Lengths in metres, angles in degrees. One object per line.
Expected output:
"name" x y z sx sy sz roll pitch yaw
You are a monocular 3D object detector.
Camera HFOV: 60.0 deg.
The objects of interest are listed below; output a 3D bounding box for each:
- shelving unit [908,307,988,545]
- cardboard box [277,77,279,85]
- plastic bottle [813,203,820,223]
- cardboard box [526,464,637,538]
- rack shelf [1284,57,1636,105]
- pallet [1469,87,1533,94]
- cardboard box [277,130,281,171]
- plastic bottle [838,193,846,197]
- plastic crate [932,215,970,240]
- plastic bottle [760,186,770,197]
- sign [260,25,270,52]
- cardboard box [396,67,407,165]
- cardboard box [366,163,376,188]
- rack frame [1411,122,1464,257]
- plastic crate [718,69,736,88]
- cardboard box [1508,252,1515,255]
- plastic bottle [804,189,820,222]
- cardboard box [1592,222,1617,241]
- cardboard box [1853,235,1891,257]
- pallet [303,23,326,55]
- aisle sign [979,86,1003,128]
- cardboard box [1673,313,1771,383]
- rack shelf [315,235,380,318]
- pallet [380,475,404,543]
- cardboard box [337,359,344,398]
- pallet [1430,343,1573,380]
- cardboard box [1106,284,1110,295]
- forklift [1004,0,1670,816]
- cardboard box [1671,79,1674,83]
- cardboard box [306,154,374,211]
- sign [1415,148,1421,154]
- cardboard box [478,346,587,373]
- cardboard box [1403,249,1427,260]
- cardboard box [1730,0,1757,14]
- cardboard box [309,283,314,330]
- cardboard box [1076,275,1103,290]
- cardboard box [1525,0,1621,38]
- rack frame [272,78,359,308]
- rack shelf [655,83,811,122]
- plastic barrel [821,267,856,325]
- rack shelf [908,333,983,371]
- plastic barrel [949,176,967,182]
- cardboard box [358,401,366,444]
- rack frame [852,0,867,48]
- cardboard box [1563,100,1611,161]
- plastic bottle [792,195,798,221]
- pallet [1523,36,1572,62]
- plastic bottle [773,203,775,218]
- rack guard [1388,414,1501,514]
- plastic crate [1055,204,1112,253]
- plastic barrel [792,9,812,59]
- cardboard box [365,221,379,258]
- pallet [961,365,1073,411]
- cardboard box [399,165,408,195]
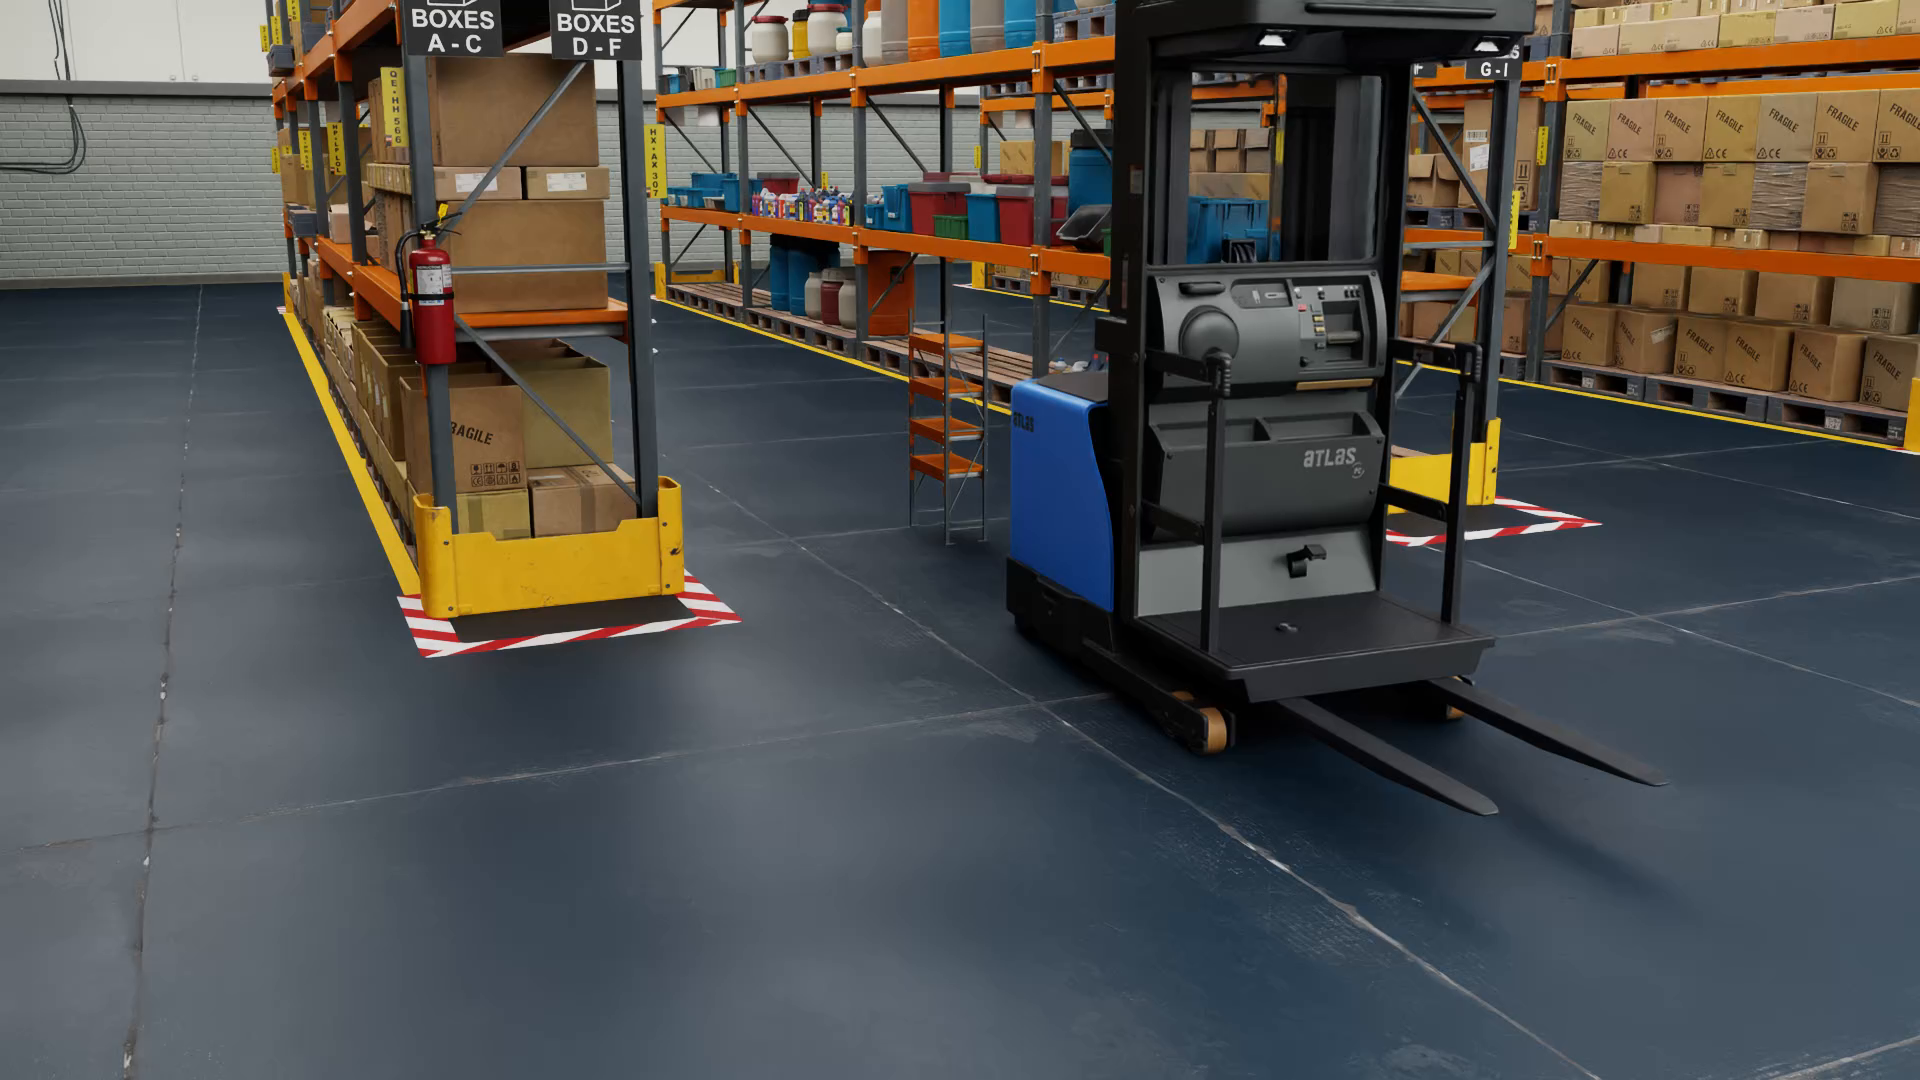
"shelving unit" -0.066 -0.619 8.882 0.258 1.200 0.503 -6 14 -23
"cardboard box" -7.731 -5.457 19.475 0.500 0.250 0.500 -6 14 -23
"plastic bottle" -1.503 -3.464 17.625 0.097 0.201 0.097 0 13 0
"cardboard box" -1.902 -0.198 8.241 0.500 0.250 0.500 -6 14 -23
"rack shelf" 4.784 -4.447 16.374 1.077 0.370 4.000 -6 14 -23
"pallet" 7.534 -6.021 21.998 1.213 0.211 1.003 -6 14 -23
"cardboard box" -8.364 -4.928 21.072 0.500 0.500 0.500 -5 14 -21
"plastic bottle" -1.355 -3.836 19.066 0.152 0.276 0.135 -6 14 -23
"plastic crate" 0.091 -2.706 14.381 0.450 0.188 0.662 -6 14 -23
"plastic bottle" -2.297 -3.994 19.583 0.144 0.351 0.185 -6 14 -23
"sign" -8.797 -6.346 21.047 0.100 0.325 0.005 -6 14 -23
"cardboard box" -2.706 -2.307 9.088 0.700 0.500 0.500 -6 14 -23
"cardboard box" -3.563 -2.321 10.583 0.380 0.149 0.250 -6 14 -23
"rack frame" 6.966 -5.003 23.833 1.000 3.000 0.127 -6 14 -23
"plastic crate" -2.604 -5.547 20.000 0.450 0.188 0.662 -6 14 -23
"cardboard box" 7.435 -3.963 22.289 0.500 0.250 0.500 -5 14 -21
"plastic bottle" -1.592 -3.596 17.862 0.144 0.351 0.185 -6 14 -23
"cardboard box" 5.609 -2.627 14.124 0.380 0.149 0.250 -6 14 -23
"cardboard box" 6.637 -2.113 11.904 0.380 0.149 0.250 -6 14 -23
"pallet" -4.742 -4.092 13.666 1.213 0.211 1.003 -5 14 -20
"aisle sign" 0.475 -6.656 25.212 0.394 0.787 0.004 -6 14 -23
"cardboard box" 6.266 -1.584 13.676 0.500 0.500 0.500 -7 15 -28
"rack shelf" -4.294 -2.092 12.850 1.077 0.370 4.000 -6 14 -23
"pallet" -2.720 -0.250 9.481 1.003 0.211 1.213 -6 14 -23
"cardboard box" -4.534 -1.269 12.867 0.500 0.250 0.500 -5 14 -22
"pallet" 5.272 -1.725 15.855 1.003 0.211 1.213 -6 14 -23
"cardboard box" 2.655 -3.615 21.616 1.225 0.875 0.875 -6 14 -23
"forklift" 1.017 -1.905 8.898 3.137 3.703 9.240 -5 14 -21
"cardboard box" 8.583 -5.828 20.526 0.500 0.500 0.500 -6 14 -23
"cardboard box" -5.451 -3.228 15.013 0.700 0.500 0.500 -12 18 -42
"sign" 6.472 -5.374 23.517 0.100 0.325 0.005 -6 14 -23
"cardboard box" -2.316 -0.769 9.043 0.500 0.500 0.500 -6 14 -23
"cardboard box" 6.585 -4.158 24.256 0.380 0.149 0.250 -5 14 -21
"cardboard box" 6.124 -4.094 12.703 0.380 0.149 0.250 -5 14 -22
"cardboard box" -6.503 -2.447 17.358 0.500 0.500 0.500 -5 14 -22
"cardboard box" 2.189 -3.889 22.800 0.875 0.875 0.875 -6 14 -23
"cardboard box" 5.488 -4.745 14.907 0.797 0.503 0.637 -6 14 -26
"rack frame" -8.300 -4.508 21.695 1.000 3.000 0.127 -6 14 -23
"rack shelf" -2.959 -5.652 21.583 1.077 0.370 4.000 -6 14 -23
"plastic barrel" -1.219 -2.664 18.146 0.600 0.588 0.708 -6 14 -23
"rack shelf" -0.066 -1.002 8.794 0.258 0.148 0.480 -6 14 -23
"plastic barrel" 0.052 -3.163 15.636 0.421 0.512 0.421 0 13 0
"cardboard box" -3.585 -0.771 10.714 0.500 0.250 0.500 -6 14 -23
"rack frame" -0.555 -6.225 15.807 1.000 3.000 0.127 -6 14 -23
"cardboard box" 5.532 -3.488 14.187 0.500 0.500 0.500 -6 14 -23
"plastic bottle" -1.797 -3.650 18.272 0.097 0.271 0.097 0 13 0
"pallet" 5.435 -4.430 15.122 1.213 0.211 1.003 -6 14 -23
"plastic bottle" -2.075 -3.759 18.900 0.097 0.201 0.097 0 13 0
"rack guard" 2.576 -0.443 9.674 1.175 0.500 0.348 -6 14 -23
"plastic crate" 1.140 -2.326 12.403 0.767 0.338 0.504 -6 14 -23
"plastic barrel" -1.606 -5.716 18.912 0.600 0.588 0.600 0 13 0
"cardboard box" -4.014 -2.128 11.712 0.396 0.266 0.258 -6 14 -24
"pallet" 0.697 -1.276 13.913 1.003 0.211 1.213 -6 14 -23
"cardboard box" -2.739 -1.896 8.750 0.380 0.149 0.250 -5 14 -21
